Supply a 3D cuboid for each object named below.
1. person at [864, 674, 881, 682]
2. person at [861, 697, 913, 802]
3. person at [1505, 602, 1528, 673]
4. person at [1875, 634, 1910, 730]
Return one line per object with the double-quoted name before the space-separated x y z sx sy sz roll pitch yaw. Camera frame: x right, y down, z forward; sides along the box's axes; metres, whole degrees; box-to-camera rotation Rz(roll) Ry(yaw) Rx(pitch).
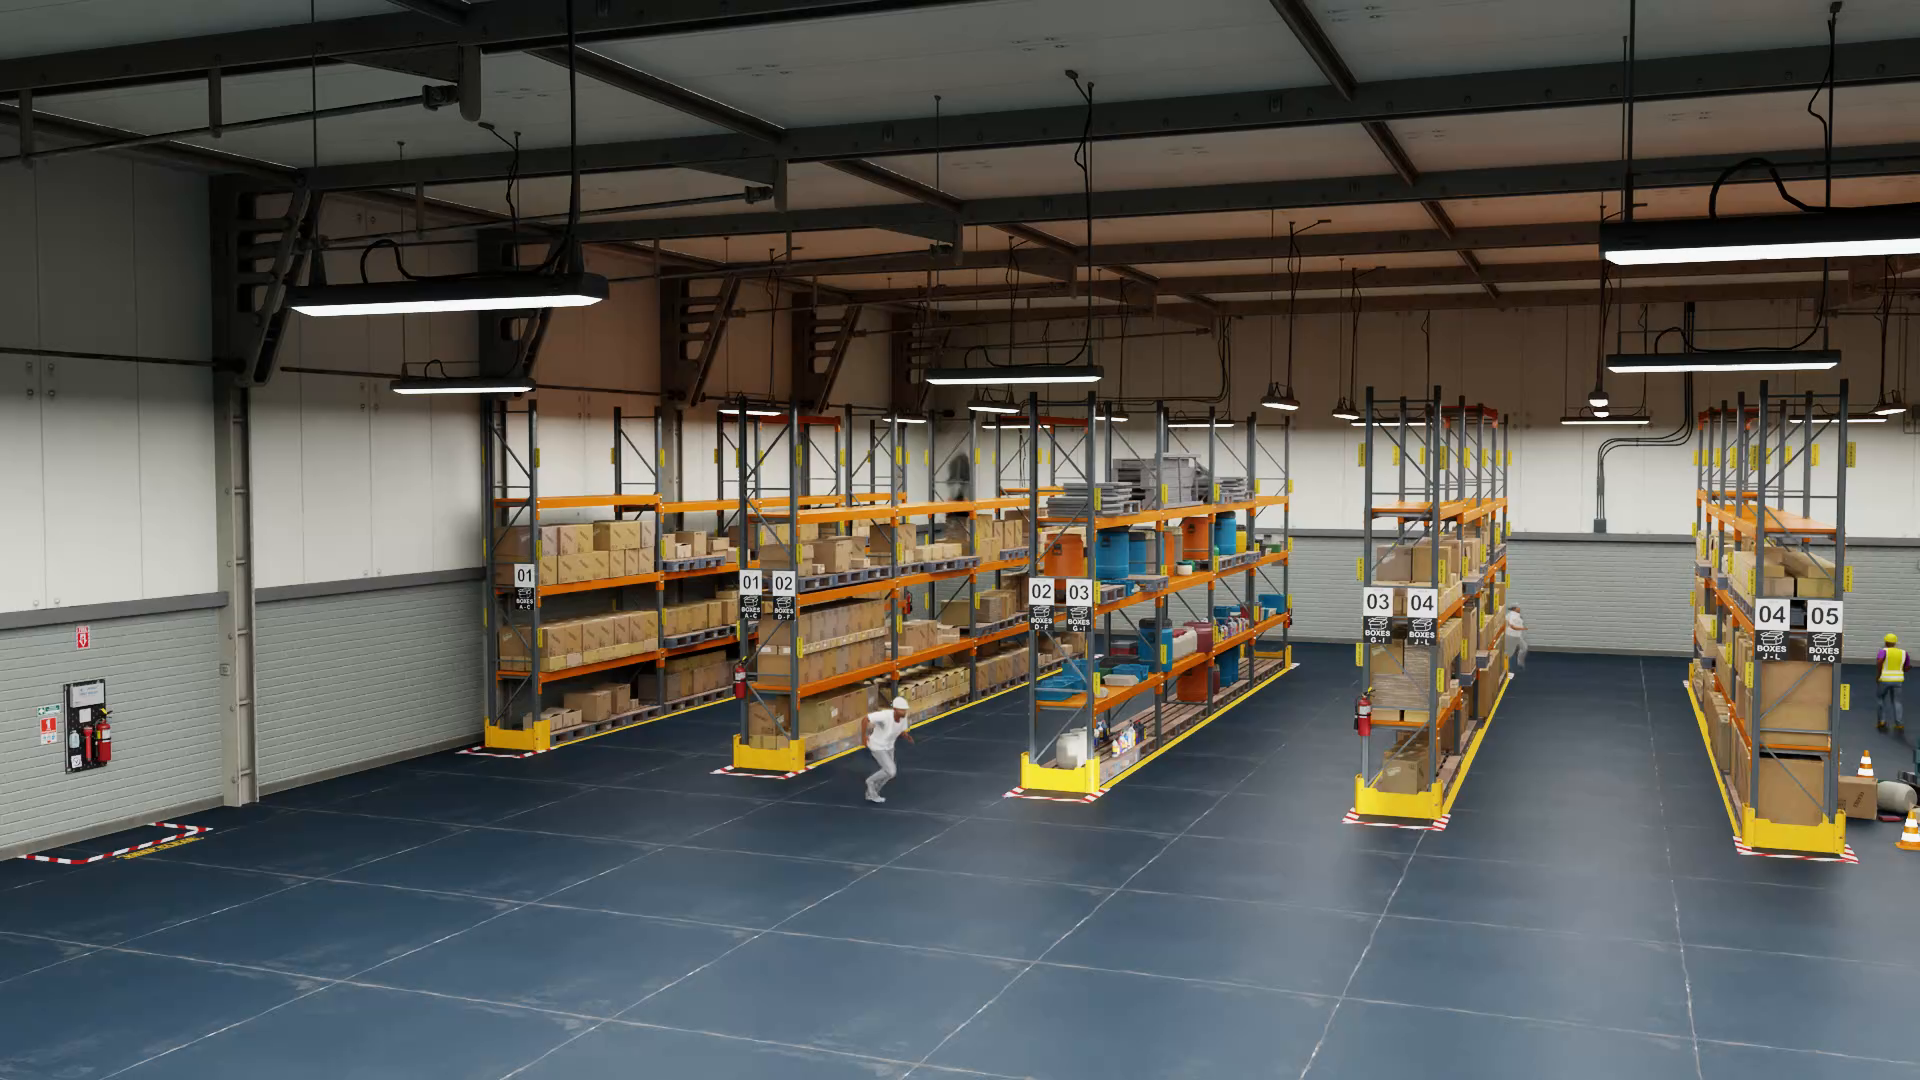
"person" -1.956 2.350 36.115 0.655 1.774 0.845 1 3 20
"person" -1.077 3.030 23.965 0.839 1.579 0.735 2 4 40
"person" 12.871 2.289 38.761 0.685 1.712 0.616 1 3 27
"person" 17.033 2.606 30.406 0.630 1.774 0.827 1 3 14
